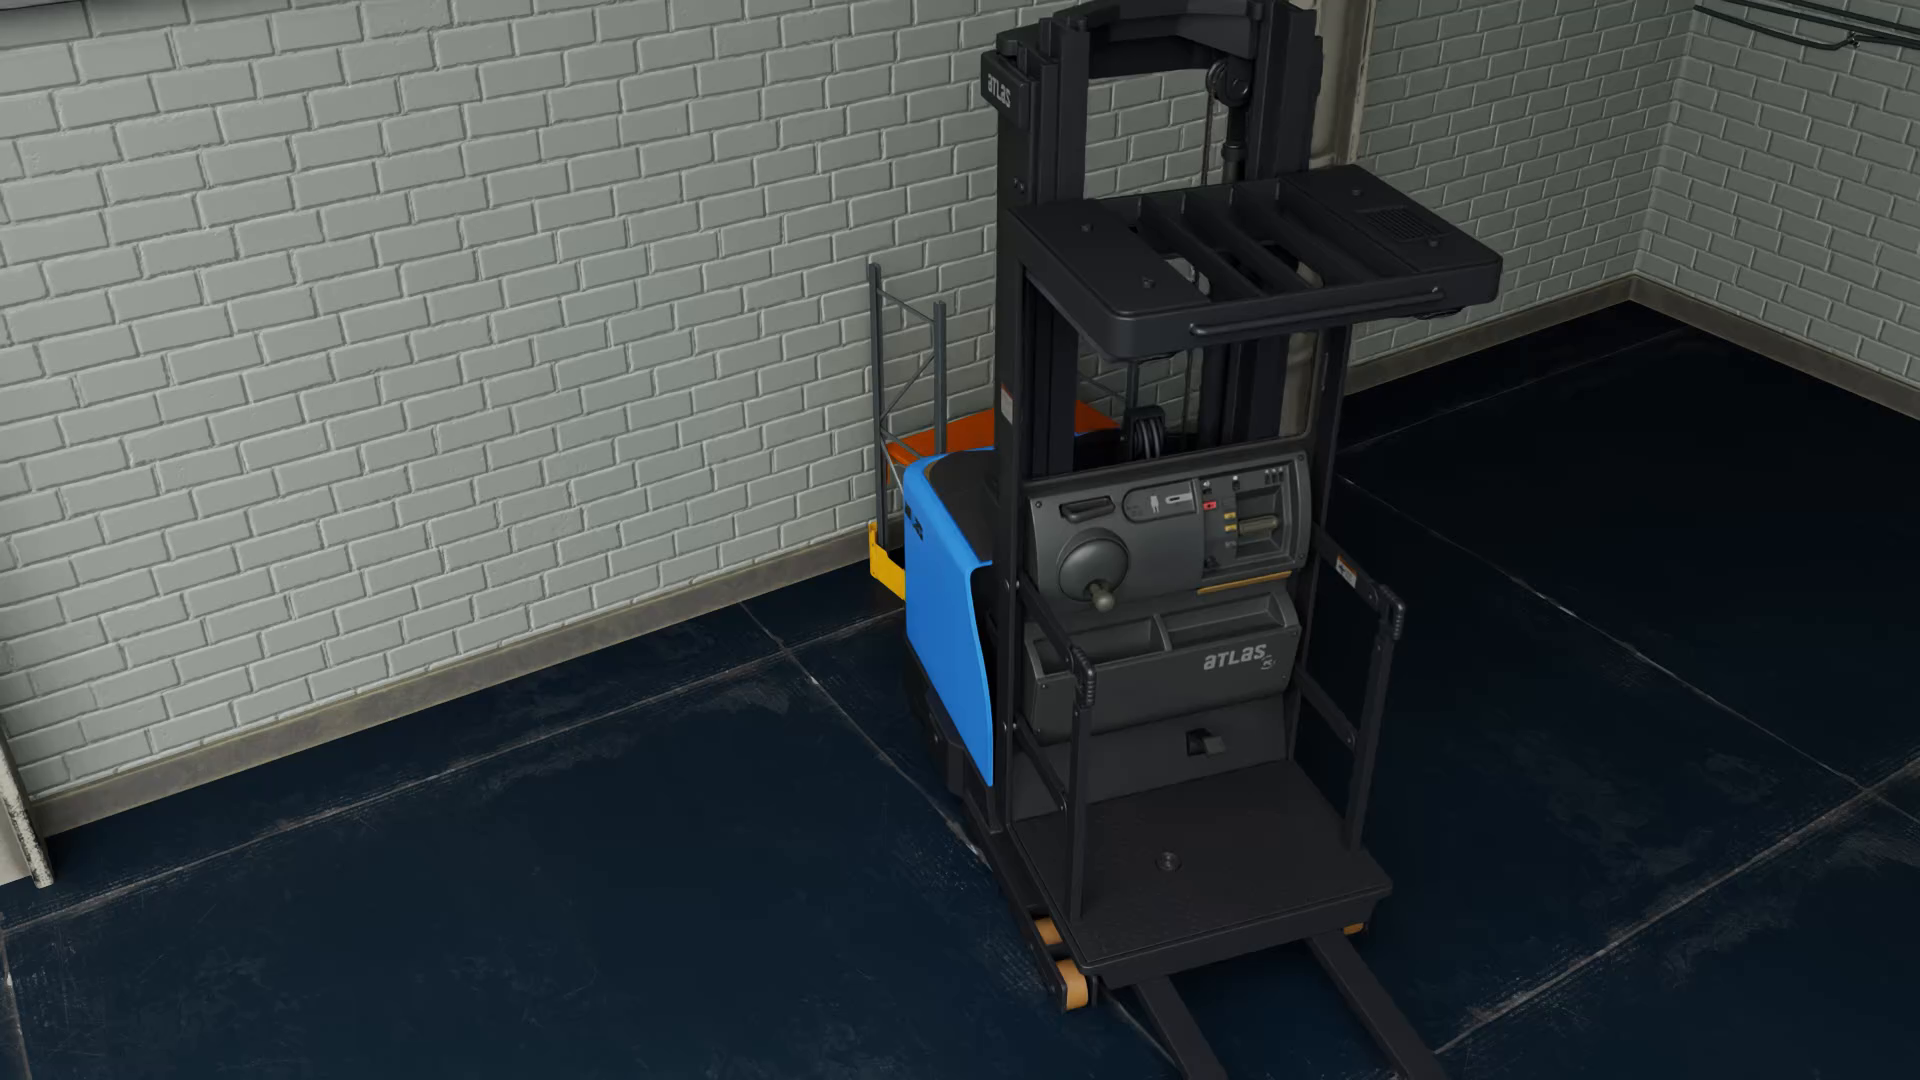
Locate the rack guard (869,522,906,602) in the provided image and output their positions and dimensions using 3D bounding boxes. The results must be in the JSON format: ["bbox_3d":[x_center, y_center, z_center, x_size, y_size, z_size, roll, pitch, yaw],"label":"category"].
[{"bbox_3d":[-0.209,0.154,7.272,0.087,0.250,0.587,-21,38,-30],"label":"rack guard"}]

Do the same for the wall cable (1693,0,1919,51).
[{"bbox_3d":[4.808,-3.294,7.447,0.112,2.526,3.097,-19,37,-27],"label":"wall cable"}]

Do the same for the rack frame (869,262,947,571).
[{"bbox_3d":[-0.210,-0.374,6.938,0.032,1.500,0.500,-21,38,-30],"label":"rack frame"}]

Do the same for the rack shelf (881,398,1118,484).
[{"bbox_3d":[0.202,-0.380,7.285,1.000,0.185,0.538,-21,38,-30],"label":"rack shelf"}]

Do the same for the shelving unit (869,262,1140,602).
[{"bbox_3d":[0.195,-0.530,7.184,1.083,1.500,0.587,-21,38,-30],"label":"shelving unit"}]

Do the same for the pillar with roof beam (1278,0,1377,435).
[{"bbox_3d":[3.948,-2.418,3.148,0.400,9.000,9.100,-19,37,-27],"label":"pillar with roof beam"}]

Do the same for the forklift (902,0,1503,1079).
[{"bbox_3d":[0.730,0.026,4.962,1.130,2.935,3.031,-10,34,-16],"label":"forklift"}]

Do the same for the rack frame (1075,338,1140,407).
[{"bbox_3d":[0.615,-0.691,7.439,0.032,1.500,0.500,-21,38,-30],"label":"rack frame"}]

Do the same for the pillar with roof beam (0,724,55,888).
[{"bbox_3d":[-1.095,-0.683,0.399,0.400,9.000,9.100,-19,37,-27],"label":"pillar with roof beam"}]
